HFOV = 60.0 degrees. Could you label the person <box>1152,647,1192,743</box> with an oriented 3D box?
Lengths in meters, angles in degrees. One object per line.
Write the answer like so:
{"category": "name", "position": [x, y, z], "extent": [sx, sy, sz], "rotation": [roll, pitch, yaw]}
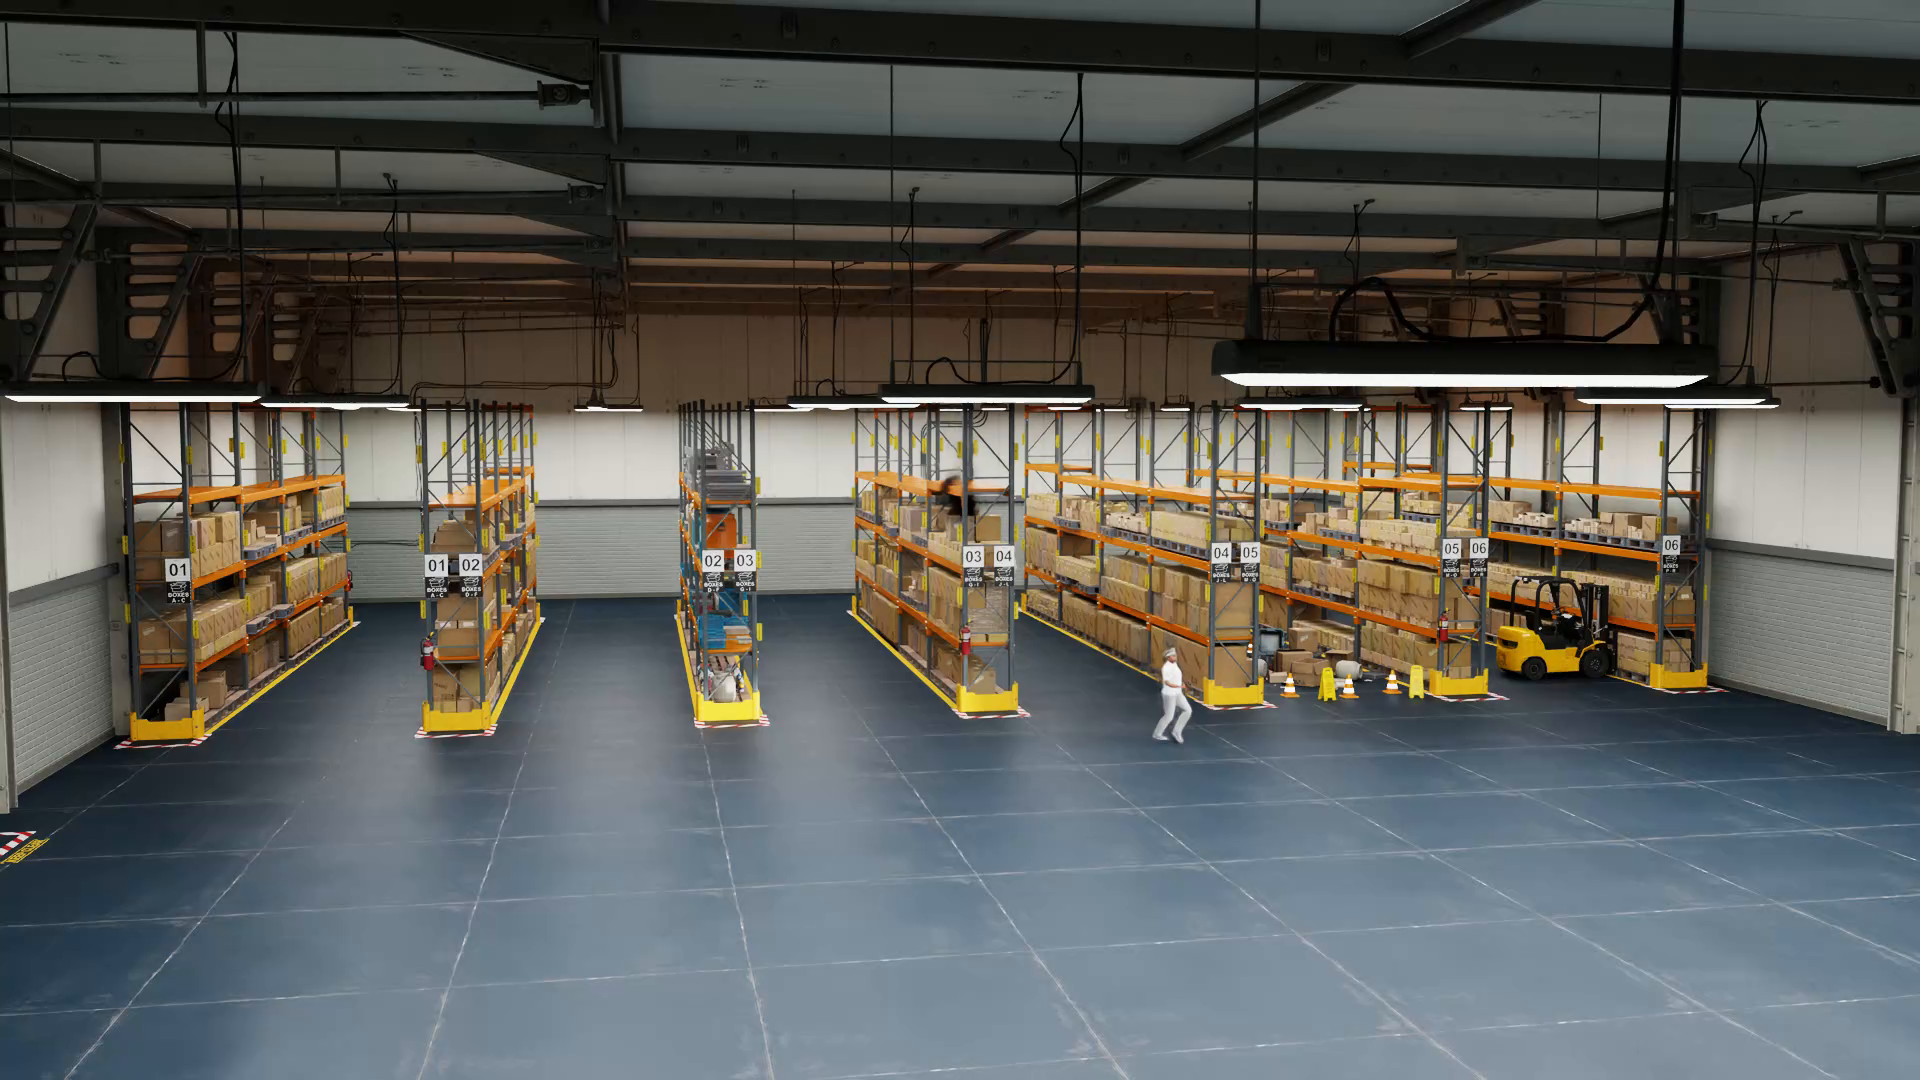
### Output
{"category": "person", "position": [3.715, 2.710, 29.025], "extent": [0.703, 1.707, 0.582], "rotation": [3, 5, 33]}
